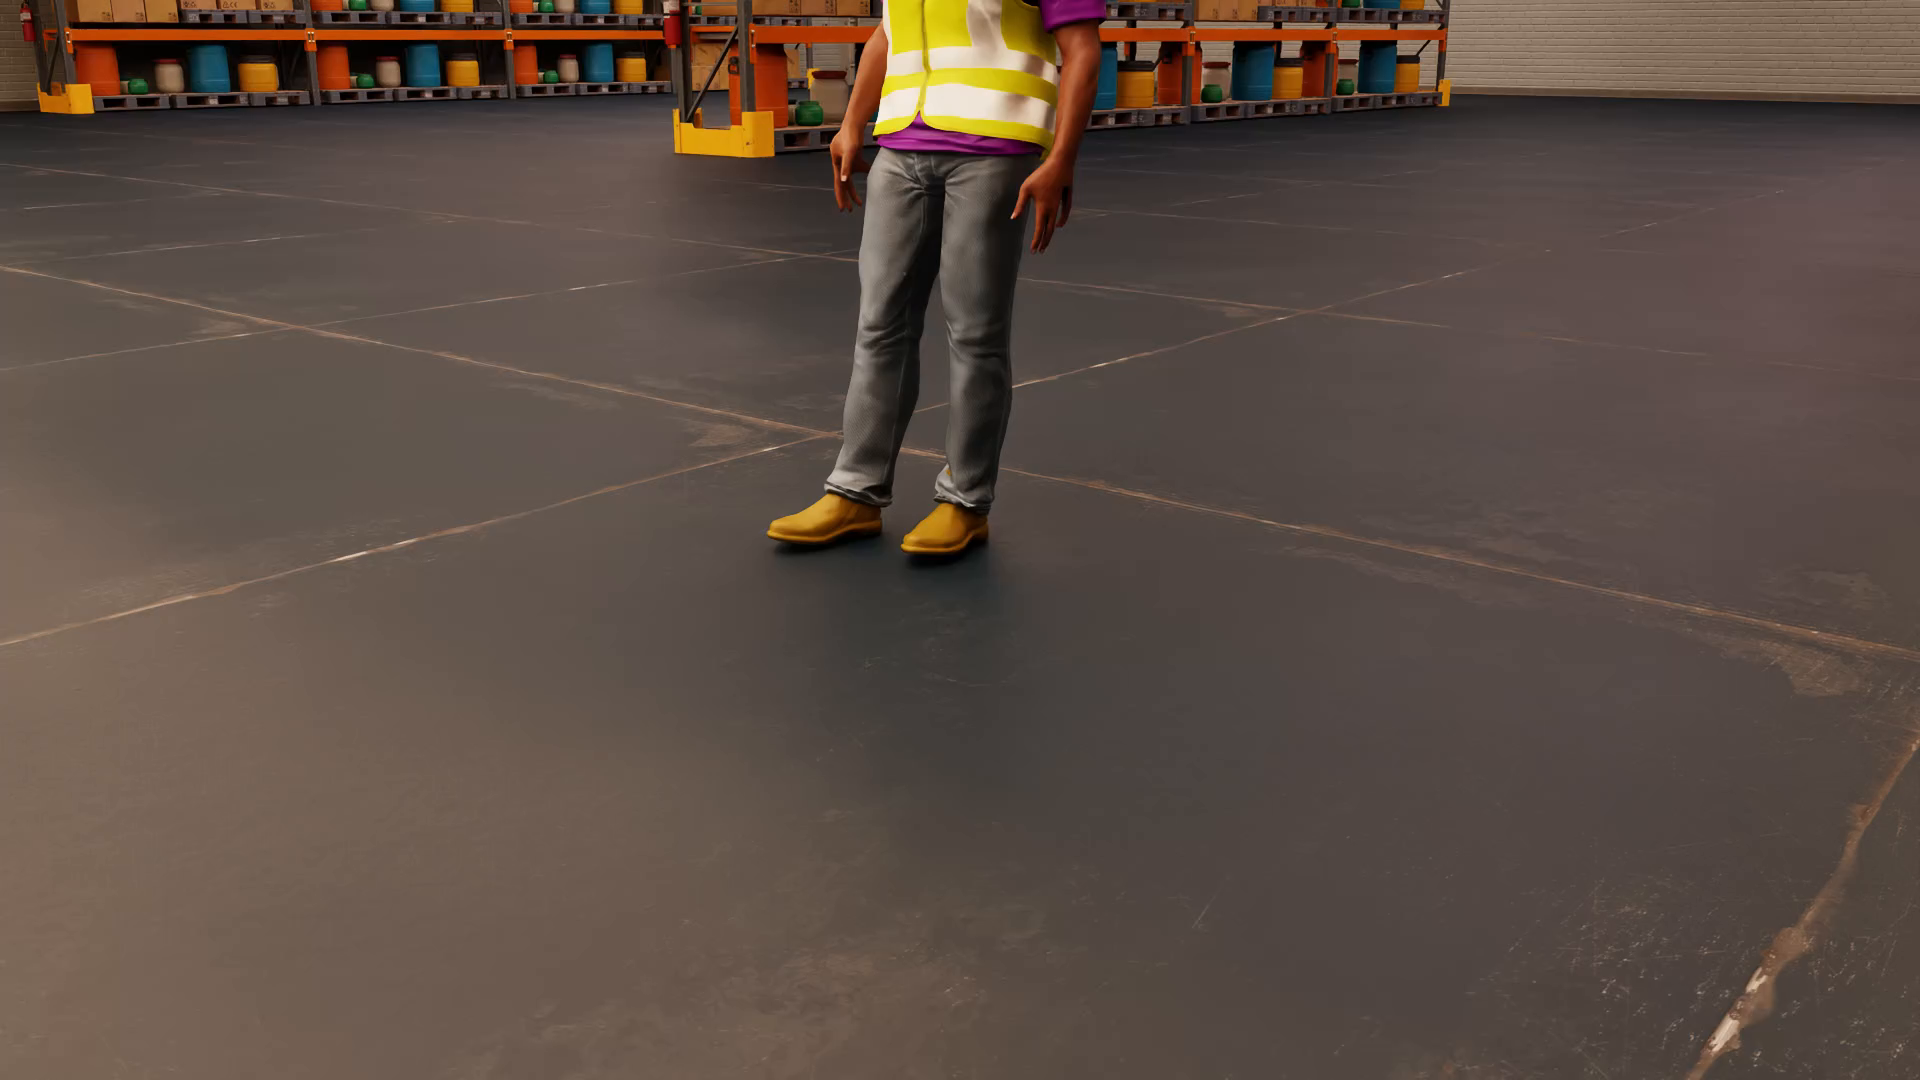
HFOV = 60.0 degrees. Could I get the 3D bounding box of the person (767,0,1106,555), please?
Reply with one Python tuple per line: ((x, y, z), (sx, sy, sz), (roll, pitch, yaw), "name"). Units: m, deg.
((-0.049, -0.838, 3.636), (0.665, 1.765, 0.577), (13, 21, 37), "person")
